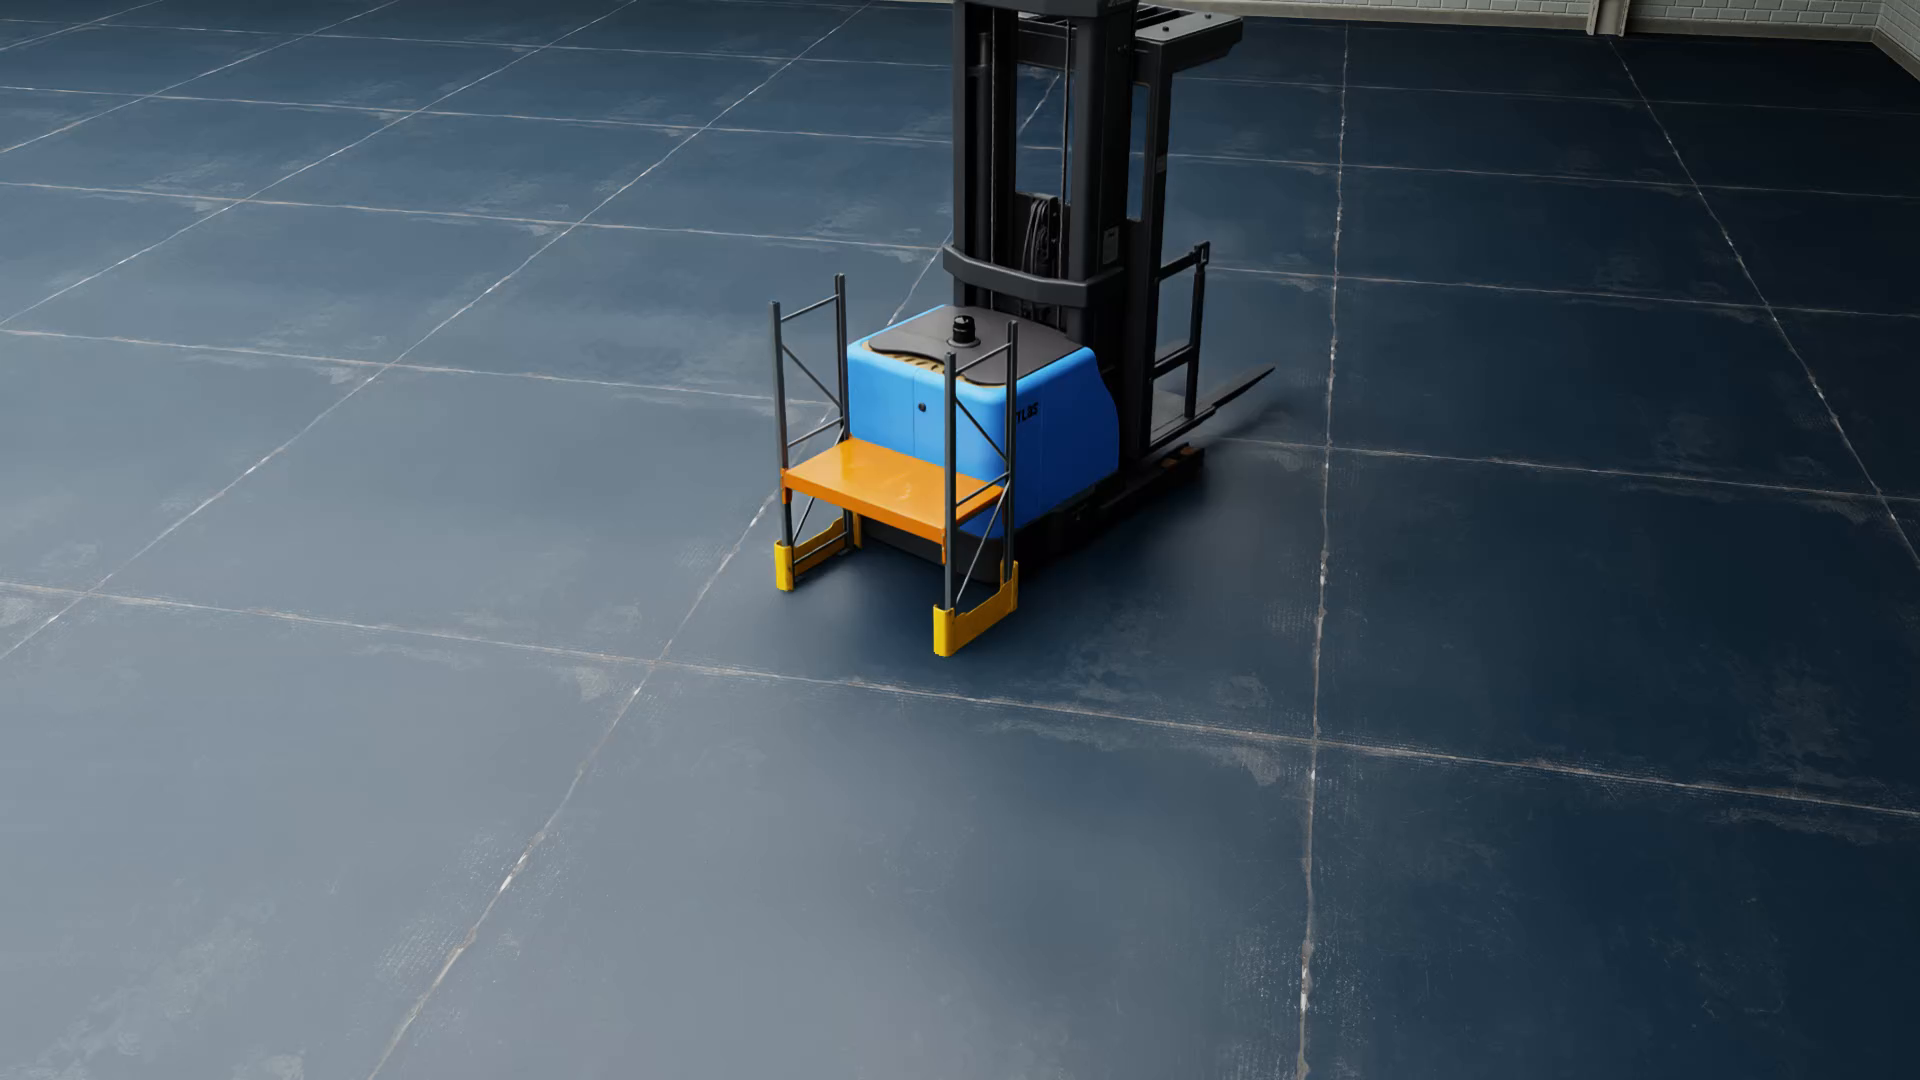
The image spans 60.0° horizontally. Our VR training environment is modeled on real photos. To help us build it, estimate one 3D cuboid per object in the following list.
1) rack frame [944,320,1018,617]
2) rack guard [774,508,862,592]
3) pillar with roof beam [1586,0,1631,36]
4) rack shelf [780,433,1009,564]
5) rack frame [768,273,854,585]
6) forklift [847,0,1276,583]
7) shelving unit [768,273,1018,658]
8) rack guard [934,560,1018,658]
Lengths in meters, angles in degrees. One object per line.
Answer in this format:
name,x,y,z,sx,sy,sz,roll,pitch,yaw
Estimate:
rack frame,0.095,-0.224,7.598,0.032,1.500,0.500,20,35,32
rack guard,-0.713,0.029,8.437,0.087,0.250,0.587,20,35,32
pillar with roof beam,6.761,-7.952,13.903,0.400,9.000,9.100,6,29,11
rack shelf,-0.310,-0.214,7.954,1.000,0.185,0.538,20,35,32
rack frame,-0.714,-0.520,8.137,0.032,1.500,0.500,20,35,32
forklift,0.729,-1.711,8.823,1.130,2.935,3.031,22,35,34
shelving unit,-0.317,-0.375,7.872,1.083,1.500,0.587,20,35,32
rack guard,0.080,0.318,7.908,0.087,0.250,0.587,20,35,32
